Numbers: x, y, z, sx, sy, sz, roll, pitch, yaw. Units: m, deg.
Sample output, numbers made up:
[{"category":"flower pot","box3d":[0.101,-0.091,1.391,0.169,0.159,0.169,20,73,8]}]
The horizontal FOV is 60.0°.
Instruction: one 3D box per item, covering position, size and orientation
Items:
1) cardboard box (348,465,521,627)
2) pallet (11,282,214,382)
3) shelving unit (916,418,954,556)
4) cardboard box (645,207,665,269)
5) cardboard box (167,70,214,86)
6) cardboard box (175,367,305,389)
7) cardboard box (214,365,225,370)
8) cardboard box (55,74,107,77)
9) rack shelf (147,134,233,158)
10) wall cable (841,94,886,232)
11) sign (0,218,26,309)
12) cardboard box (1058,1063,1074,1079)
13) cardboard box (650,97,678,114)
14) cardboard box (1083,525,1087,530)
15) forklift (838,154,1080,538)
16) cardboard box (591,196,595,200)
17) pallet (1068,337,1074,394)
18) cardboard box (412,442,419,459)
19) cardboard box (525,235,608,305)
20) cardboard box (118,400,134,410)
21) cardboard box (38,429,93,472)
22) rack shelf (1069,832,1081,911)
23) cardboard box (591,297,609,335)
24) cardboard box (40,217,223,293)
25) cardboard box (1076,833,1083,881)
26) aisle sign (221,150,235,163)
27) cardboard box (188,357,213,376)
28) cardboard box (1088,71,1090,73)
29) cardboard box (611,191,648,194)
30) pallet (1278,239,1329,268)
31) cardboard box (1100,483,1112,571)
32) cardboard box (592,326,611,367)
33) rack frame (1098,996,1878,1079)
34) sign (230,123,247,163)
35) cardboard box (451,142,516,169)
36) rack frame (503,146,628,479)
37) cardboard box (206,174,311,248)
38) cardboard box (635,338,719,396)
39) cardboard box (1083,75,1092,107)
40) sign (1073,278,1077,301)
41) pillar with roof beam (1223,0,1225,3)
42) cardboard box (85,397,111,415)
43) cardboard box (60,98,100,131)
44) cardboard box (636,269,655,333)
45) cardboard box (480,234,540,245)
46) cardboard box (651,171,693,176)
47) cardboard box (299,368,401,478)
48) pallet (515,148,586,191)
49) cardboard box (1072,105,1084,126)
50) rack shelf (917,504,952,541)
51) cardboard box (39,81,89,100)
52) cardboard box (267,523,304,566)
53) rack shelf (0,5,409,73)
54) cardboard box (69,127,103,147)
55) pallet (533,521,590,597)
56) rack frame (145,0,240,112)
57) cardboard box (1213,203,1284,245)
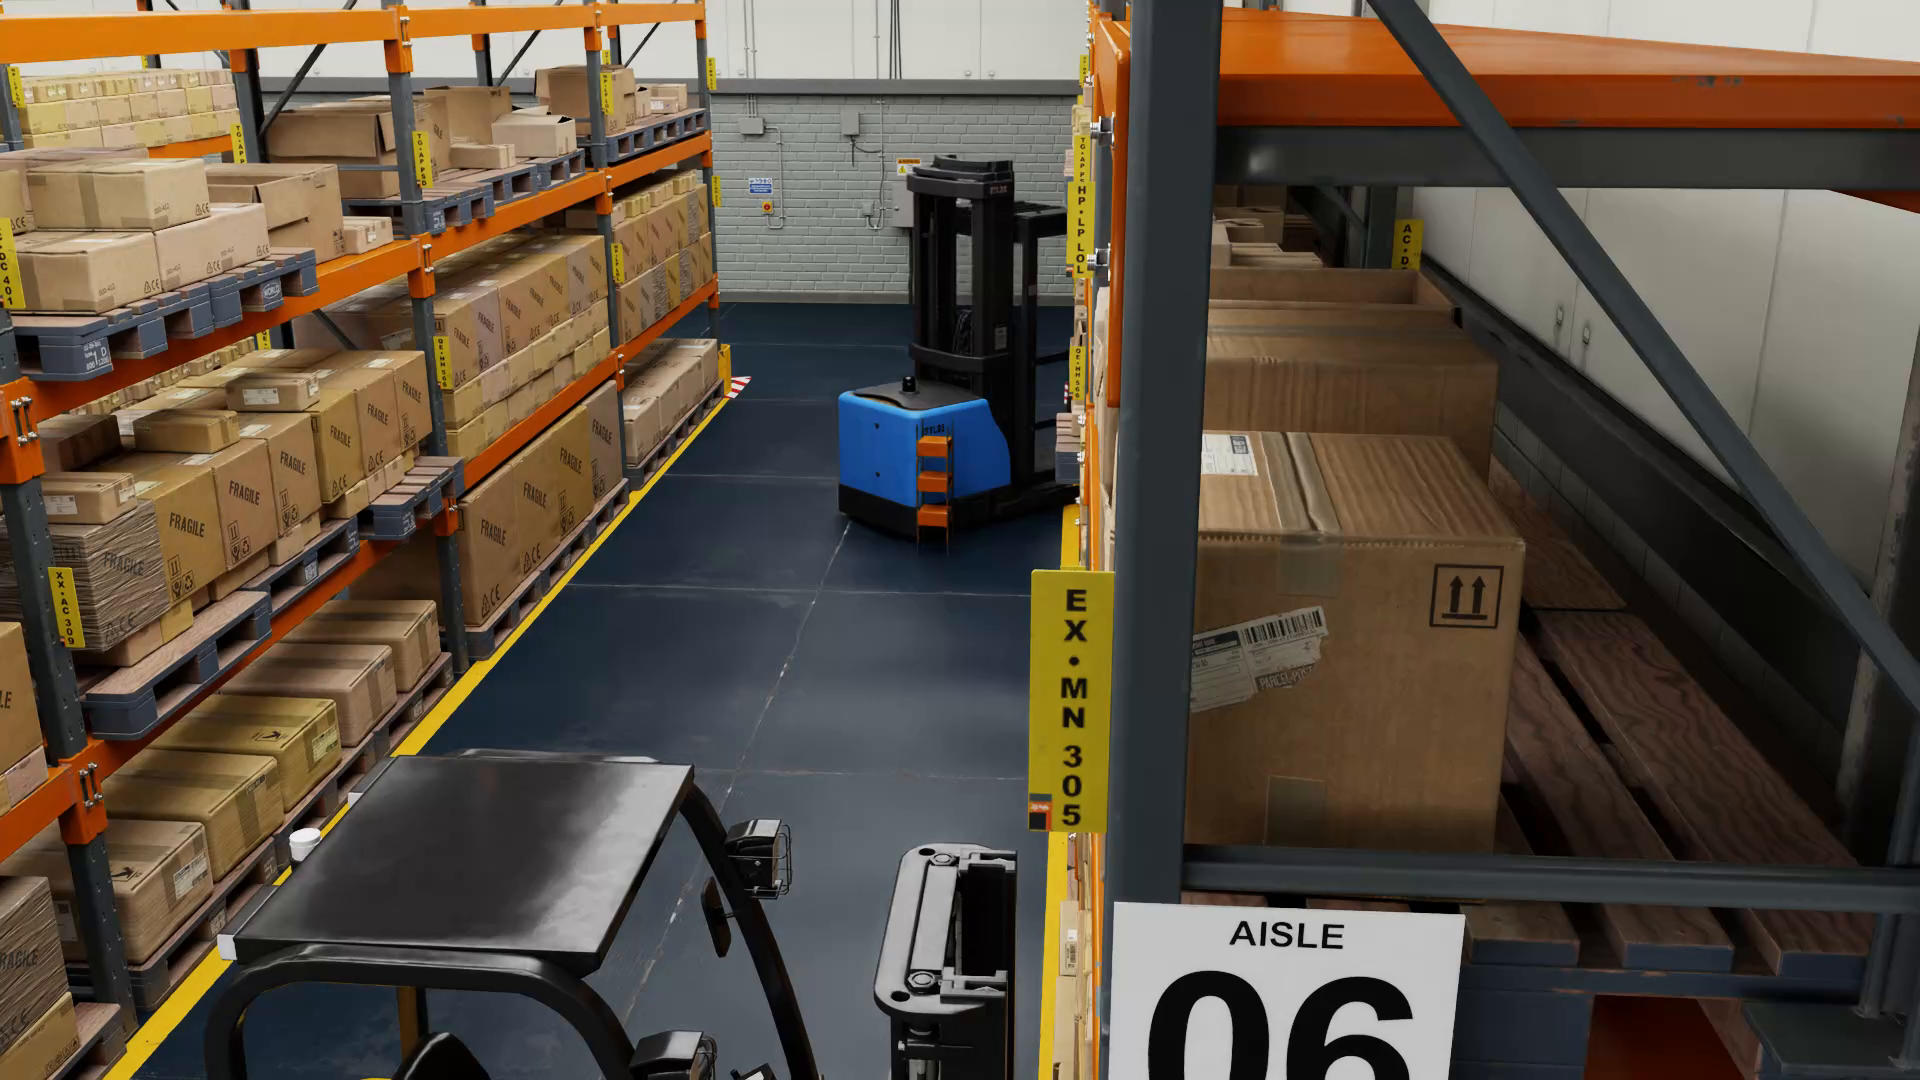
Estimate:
[{"category":"cardboard box","box3d":[-3.575,0.018,11.289,0.875,0.875,0.875,1,18,3]},{"category":"pallet","box3d":[-3.843,-0.863,6.723,1.213,0.211,1.003,1,18,4]},{"category":"shelving unit","box3d":[-0.194,-0.413,12.997,0.252,1.050,0.215,4,19,12]},{"category":"cardboard box","box3d":[-3.054,-2.803,15.393,0.500,0.500,0.500,2,18,5]},{"category":"cardboard box","box3d":[-7.903,-4.740,17.051,0.380,0.149,0.250,2,18,5]},{"category":"cardboard box","box3d":[-4.001,-0.671,9.342,0.500,0.500,0.500,2,18,7]},{"category":"cardboard box","box3d":[-7.867,-1.798,17.518,0.380,0.149,0.250,1,18,2]},{"category":"cardboard box","box3d":[-8.502,-4.430,16.105,0.380,0.149,0.250,2,18,6]},{"category":"rack shelf","box3d":[-8.222,-3.606,15.948,1.077,0.370,4.000,1,18,4]},{"category":"wall cable","box3d":[-1.337,-5.271,23.060,0.588,1.984,0.122,1,18,4]},{"category":"sign","box3d":[-3.452,-0.999,6.006,0.100,0.325,0.005,1,18,4]},{"category":"cardboard box","box3d":[0.539,1.861,5.062,0.500,0.250,0.500,2,18,6]},{"category":"cardboard box","box3d":[-3.026,-4.344,16.613,0.380,0.149,0.250,0,18,0]},{"category":"cardboard box","box3d":[0.810,0.129,7.649,0.500,0.250,0.500,2,18,5]},{"category":"forklift","box3d":[0.413,-1.778,14.142,3.031,2.935,1.130,-16,24,-40]},{"category":"cardboard box","box3d":[-3.561,-3.151,15.415,0.380,0.149,0.250,1,18,3]},{"category":"pallet","box3d":[1.365,-1.375,13.111,1.003,0.211,1.213,1,18,4]},{"category":"cardboard box","box3d":[-3.496,-0.553,10.021,0.380,0.149,0.250,2,18,6]},{"category":"cardboard box","box3d":[-3.202,-2.200,13.554,0.500,0.500,0.500,2,18,6]},{"category":"cardboard box","box3d":[-8.087,-1.233,15.796,0.380,0.149,0.250,0,18,1]},{"category":"cardboard box","box3d":[-4.150,-0.397,7.462,0.380,0.149,0.250,1,18,2]},{"category":"rack shelf","box3d":[0.814,1.735,4.465,1.077,0.370,4.000,1,18,4]},{"category":"cardboard box","box3d":[-3.210,-1.846,13.677,0.500,0.250,0.500,1,18,4]},{"category":"cardboard box","box3d":[-3.517,-1.221,7.081,0.500,0.250,0.500,1,18,3]},{"category":"cardboard box","box3d":[0.665,0.857,5.830,0.500,0.500,0.500,1,18,2]},{"category":"aisle sign","box3d":[-7.774,-4.395,17.843,0.394,0.787,0.004,1,18,4]},{"category":"cardboard box","box3d":[-7.876,-1.777,16.978,0.380,0.149,0.250,2,18,6]},{"category":"cardboard box","box3d":[1.535,-4.555,16.651,0.500,0.250,0.500,1,18,3]},{"category":"cardboard box","box3d":[-3.097,-3.143,15.389,0.380,0.149,0.250,1,18,4]},{"category":"pallet","box3d":[1.207,-1.245,7.893,1.003,0.211,1.213,2,18,6]},{"category":"cardboard box","box3d":[0.445,0.063,2.976,0.396,0.266,0.258,1,18,4]},{"category":"cardboard box","box3d":[-3.201,-1.606,13.747,0.500,0.250,0.500,1,18,3]},{"category":"rack frame","box3d":[0.670,2.015,2.457,1.000,3.000,0.127,1,18,4]},{"category":"sign","box3d":[-4.260,-2.303,9.860,0.100,0.325,0.005,1,18,4]},{"category":"cardboard box","box3d":[-3.406,-2.745,11.867,0.380,0.166,0.250,3,18,9]},{"category":"rack frame","box3d":[-3.420,-1.822,14.166,1.000,3.000,0.127,1,18,4]},{"category":"cardboard box","box3d":[-3.788,-1.580,8.444,0.797,0.503,0.637,1,18,4]},{"category":"cardboard box","box3d":[-3.081,-1.839,17.658,0.875,0.438,0.875,1,18,2]},{"category":"cardboard box","box3d":[1.161,-3.518,12.950,0.396,0.266,0.258,1,18,3]},{"category":"sign","box3d":[0.989,-2.133,13.726,0.100,0.325,0.005,1,18,4]},{"category":"pillar with roof beam","box3d":[-1.384,-6.719,19.476,9.100,9.000,0.400,1,18,4]},{"category":"cardboard box","box3d":[-8.055,-1.215,15.263,0.380,0.149,0.250,2,18,7]},{"category":"cardboard box","box3d":[-8.051,-3.792,14.798,0.500,0.250,0.500,1,18,4]},{"category":"cardboard box","box3d":[-3.086,-2.165,15.054,0.500,0.500,0.500,1,18,4]},{"category":"cardboard box","box3d":[-3.739,-2.214,13.597,0.500,0.500,0.500,1,18,5]},{"category":"cardboard box","box3d":[-2.954,-3.700,17.089,0.380,0.149,0.250,2,18,5]},{"category":"cardboard box","box3d":[-3.489,-0.660,9.307,0.500,0.500,0.500,1,18,3]},{"category":"pallet","box3d":[-3.437,-2.871,12.856,0.805,0.209,1.217,1,18,2]},{"category":"cardboard box","box3d":[1.072,-3.324,13.023,0.380,0.149,0.250,2,18,6]},{"category":"rack shelf","box3d":[-0.194,-0.139,13.087,0.240,0.259,0.215,4,19,12]},{"category":"cardboard box","box3d":[-8.024,-4.010,14.824,0.380,0.149,0.250,1,18,2]},{"category":"cardboard box","box3d":[-3.518,0.014,8.293,0.380,0.149,0.250,2,18,6]},{"category":"rack shelf","box3d":[-3.851,-2.277,7.719,1.077,0.370,4.000,1,18,4]},{"category":"cardboard box","box3d":[-8.042,-3.549,14.860,0.500,0.250,0.500,1,18,3]},{"category":"pallet","box3d":[-3.485,0.125,12.704,1.003,0.211,1.213,1,18,4]},{"category":"rack frame","box3d":[-8.078,-5.994,17.264,1.000,3.000,0.127,1,18,4]},{"category":"cardboard box","box3d":[1.342,-1.516,7.955,0.380,0.166,0.250,1,18,4]}]
